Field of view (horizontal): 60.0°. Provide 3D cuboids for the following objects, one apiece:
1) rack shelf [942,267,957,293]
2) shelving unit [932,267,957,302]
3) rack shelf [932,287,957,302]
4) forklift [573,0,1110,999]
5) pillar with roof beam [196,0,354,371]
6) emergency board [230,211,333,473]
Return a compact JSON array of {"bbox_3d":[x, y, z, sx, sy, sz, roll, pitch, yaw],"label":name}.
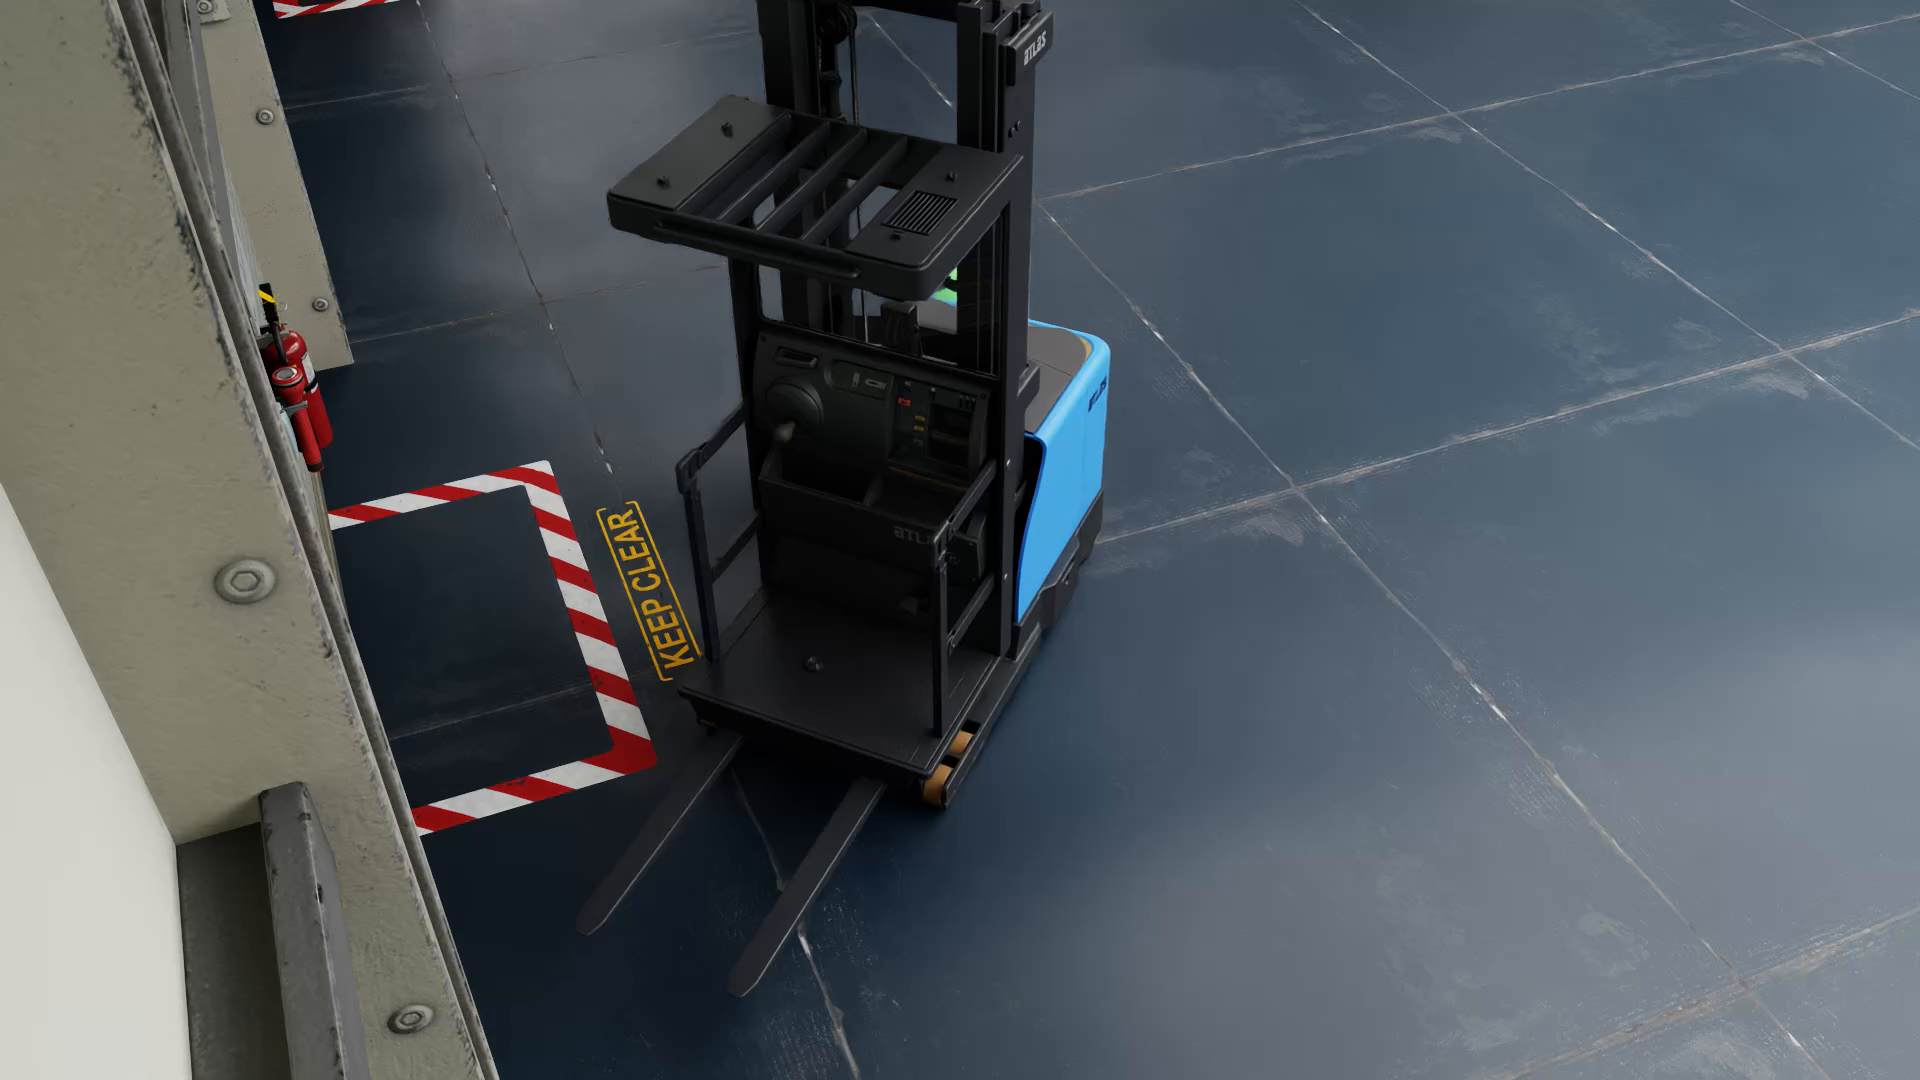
[{"bbox_3d":[0.042,-1.173,7.475,0.258,0.148,0.480,-32,50,-32],"label":"rack shelf"},{"bbox_3d":[0.042,-0.858,7.746,0.258,1.200,0.503,-32,50,-32],"label":"shelving unit"},{"bbox_3d":[0.042,-0.991,7.631,0.258,0.148,0.480,-32,50,-32],"label":"rack shelf"},{"bbox_3d":[-0.416,-0.402,5.888,1.130,2.935,3.031,16,43,18],"label":"forklift"},{"bbox_3d":[0.569,-5.498,7.160,9.100,9.000,0.400,-15,43,-17],"label":"pillar with roof beam"},{"bbox_3d":[-2.498,-0.651,6.125,0.194,1.169,0.643,-15,43,-17],"label":"emergency board"}]
